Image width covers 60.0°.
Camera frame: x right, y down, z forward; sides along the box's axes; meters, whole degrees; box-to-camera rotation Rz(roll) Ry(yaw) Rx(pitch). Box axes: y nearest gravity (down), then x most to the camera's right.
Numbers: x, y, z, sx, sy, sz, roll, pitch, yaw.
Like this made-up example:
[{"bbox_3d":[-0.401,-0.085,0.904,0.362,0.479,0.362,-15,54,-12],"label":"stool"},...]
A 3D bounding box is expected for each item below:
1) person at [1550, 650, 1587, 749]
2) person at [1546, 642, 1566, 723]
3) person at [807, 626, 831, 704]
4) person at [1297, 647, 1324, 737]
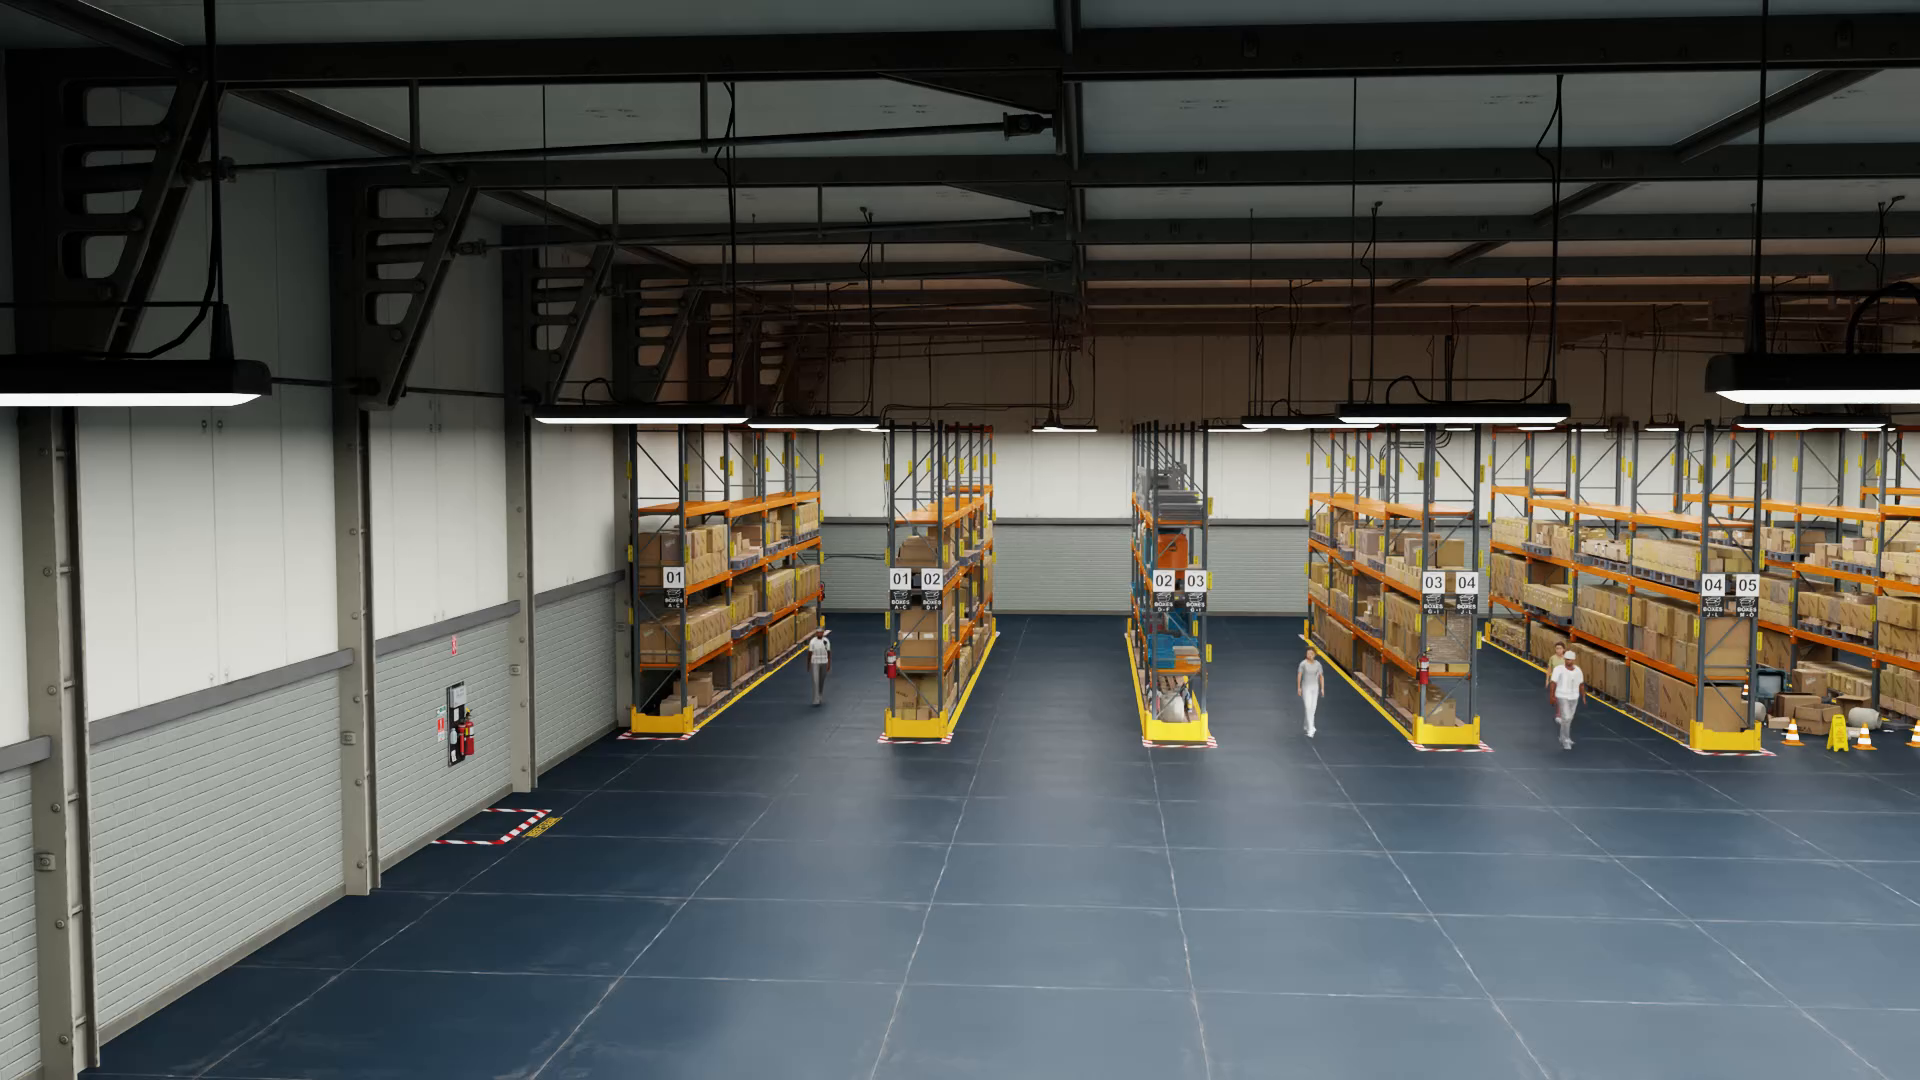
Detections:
[{"bbox_3d":[11.147,2.947,30.500,0.598,1.856,0.578,-1,4,-14],"label":"person"},{"bbox_3d":[11.802,2.817,32.812,0.470,1.614,1.075,3,5,39],"label":"person"},{"bbox_3d":[-2.996,2.638,35.468,0.495,1.632,0.940,-1,4,-22],"label":"person"},{"bbox_3d":[6.715,2.905,31.806,0.464,1.738,0.641,-1,4,-12],"label":"person"}]
